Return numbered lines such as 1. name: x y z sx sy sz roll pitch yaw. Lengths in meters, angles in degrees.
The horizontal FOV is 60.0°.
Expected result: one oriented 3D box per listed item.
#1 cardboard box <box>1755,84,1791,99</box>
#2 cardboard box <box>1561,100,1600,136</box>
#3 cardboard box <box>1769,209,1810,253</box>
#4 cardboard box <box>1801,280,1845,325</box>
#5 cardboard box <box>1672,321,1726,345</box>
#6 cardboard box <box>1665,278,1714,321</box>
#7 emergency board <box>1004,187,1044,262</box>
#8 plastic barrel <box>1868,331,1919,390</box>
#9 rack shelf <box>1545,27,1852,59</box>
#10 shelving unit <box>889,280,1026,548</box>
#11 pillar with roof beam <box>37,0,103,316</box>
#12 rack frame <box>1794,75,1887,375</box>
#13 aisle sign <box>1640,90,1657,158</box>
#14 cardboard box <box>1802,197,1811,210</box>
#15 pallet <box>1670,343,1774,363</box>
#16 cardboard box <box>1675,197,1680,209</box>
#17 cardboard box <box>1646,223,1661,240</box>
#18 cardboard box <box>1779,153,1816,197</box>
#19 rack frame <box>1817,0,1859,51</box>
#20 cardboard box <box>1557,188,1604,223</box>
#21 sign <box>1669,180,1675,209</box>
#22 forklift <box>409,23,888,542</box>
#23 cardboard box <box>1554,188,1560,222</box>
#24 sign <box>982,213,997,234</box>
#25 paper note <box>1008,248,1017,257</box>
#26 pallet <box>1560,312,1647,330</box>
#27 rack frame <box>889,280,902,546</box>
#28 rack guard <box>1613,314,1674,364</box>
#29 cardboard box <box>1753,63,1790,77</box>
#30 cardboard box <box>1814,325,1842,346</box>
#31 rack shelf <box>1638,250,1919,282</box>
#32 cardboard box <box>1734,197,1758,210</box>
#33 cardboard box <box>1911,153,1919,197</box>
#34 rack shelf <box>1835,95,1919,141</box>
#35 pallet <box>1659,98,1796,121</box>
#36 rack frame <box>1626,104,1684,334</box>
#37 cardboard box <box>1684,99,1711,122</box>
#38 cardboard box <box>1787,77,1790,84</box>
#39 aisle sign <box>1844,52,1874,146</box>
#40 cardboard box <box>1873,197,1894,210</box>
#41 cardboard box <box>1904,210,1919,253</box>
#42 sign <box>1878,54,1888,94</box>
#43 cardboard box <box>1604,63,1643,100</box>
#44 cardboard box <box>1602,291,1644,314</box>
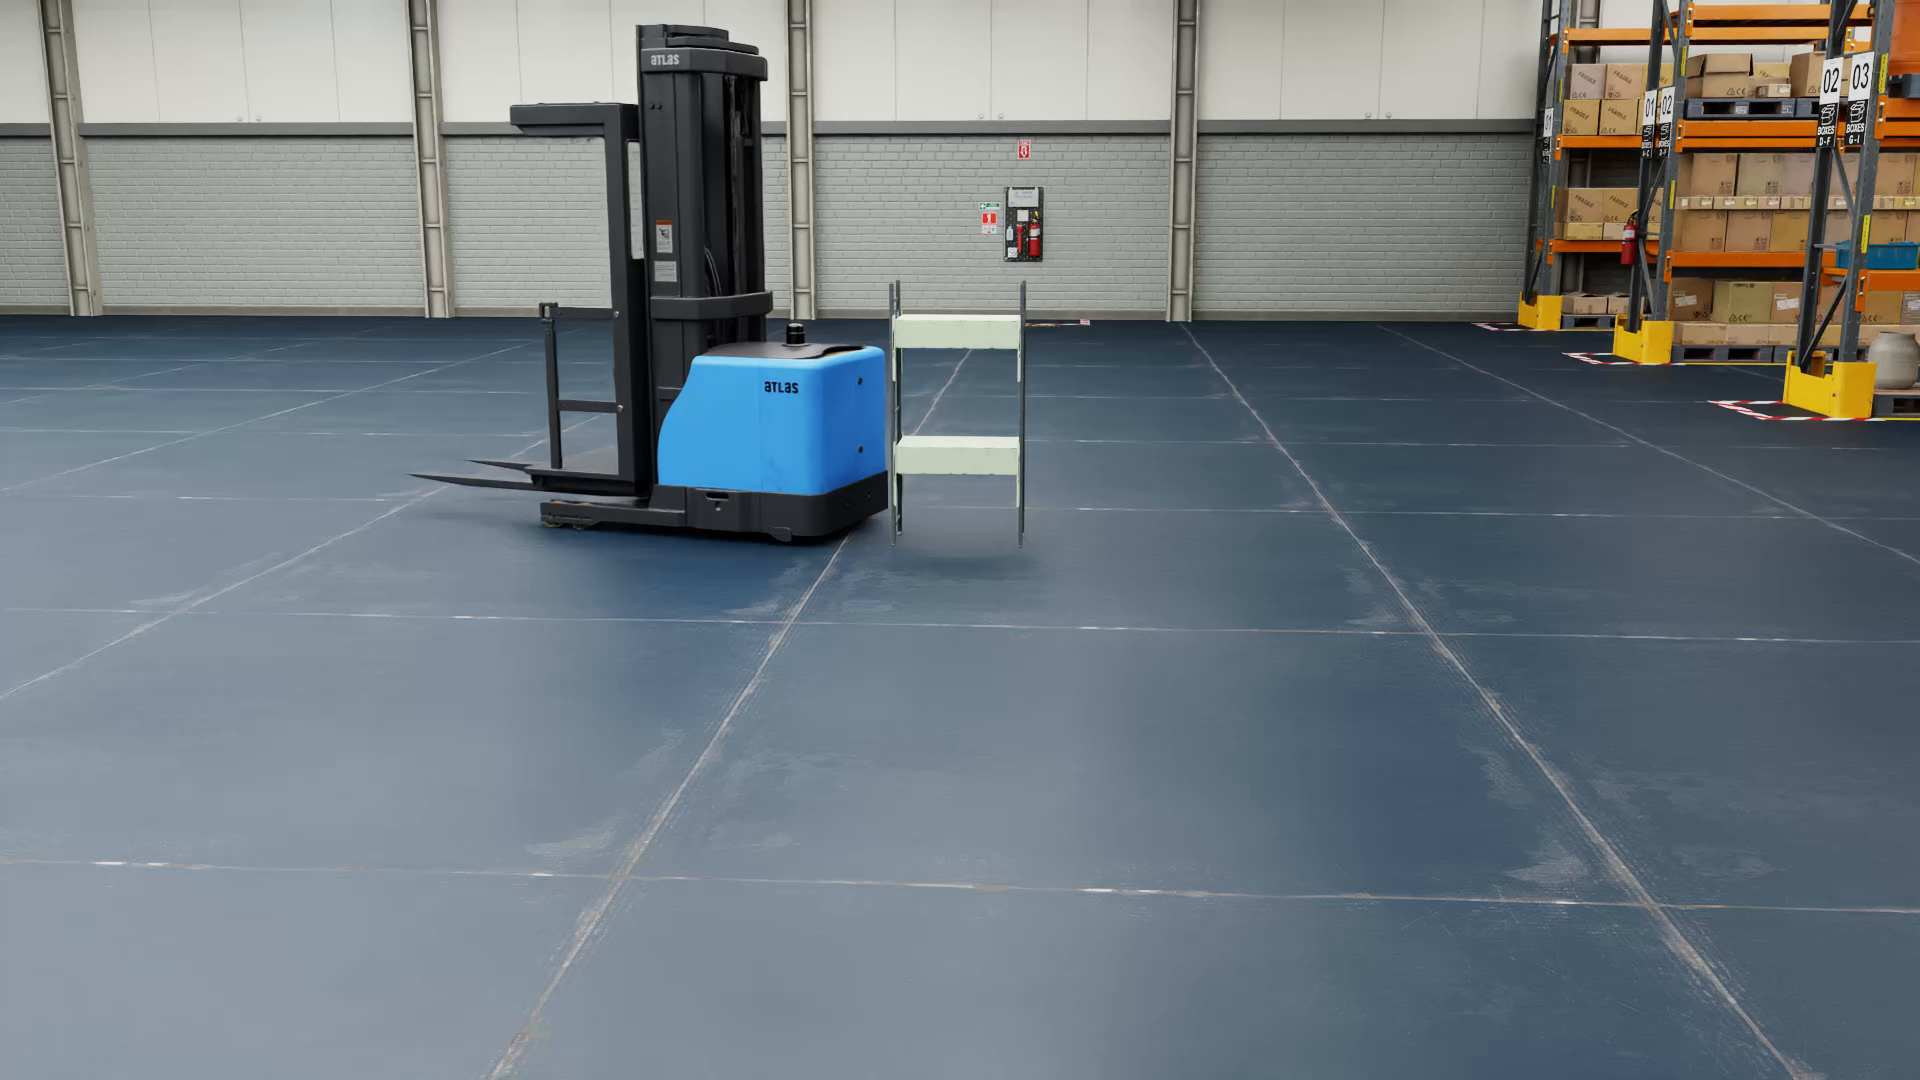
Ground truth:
1. cardboard box: 9.538 -5.260 19.508 0.250 0.149 0.380 1 12 4
2. cardboard box: 9.020 -6.176 24.348 0.500 0.500 0.500 1 12 5
3. cardboard box: 9.860 -3.719 19.974 0.500 0.500 0.700 1 12 4
4. cardboard box: 10.393 -2.846 19.904 0.500 0.500 0.500 1 12 4
5. cardboard box: 8.896 -2.500 20.082 0.500 0.250 0.500 1 12 4
6. cardboard box: 8.931 -2.973 20.513 0.500 0.500 0.500 1 12 4
7. emergency board: 1.010 -4.996 26.324 0.643 1.169 0.194 1 12 4
8. plastic barrel: 8.703 -1.675 15.502 0.421 0.512 0.421 0 12 0
9. rack shelf: 10.699 -7.260 24.263 4.000 0.370 1.077 1 12 4
10. shelving unit: -0.007 -0.734 9.615 0.755 1.500 0.431 1 12 4
11. pillar with roof beam: -14.774 -7.257 22.484 0.400 9.000 9.100 1 12 4
12. rack frame: 8.041 -2.681 15.258 0.127 3.000 1.000 1 12 4
13. aisle sign: 8.330 -5.026 20.120 0.004 0.787 0.394 1 12 4
14. cardboard box: 10.038 -3.993 19.701 0.250 0.149 0.380 1 12 3
15. pallet: 9.142 -2.326 20.372 1.213 0.211 1.003 1 12 4
16. cardboard box: 8.770 -4.093 20.180 0.250 0.149 0.380 1 12 3
17. cardboard box: 10.196 -4.557 24.546 0.500 0.250 0.500 1 12 3
18. cardboard box: 9.922 -4.354 19.845 0.500 0.500 0.700 1 12 4
19. rack frame: 12.694 -7.587 24.058 0.127 3.000 1.000 1 12 4
20. cardboard box: 9.160 -4.940 24.545 0.500 0.500 0.500 1 12 4
21. sign: 8.333 -4.042 19.457 0.005 0.325 0.100 1 12 4
22. forklift: -2.017 -1.591 10.213 3.031 2.935 1.130 5 13 21
23. cardboard box: 9.188 -5.045 25.047 0.500 0.500 0.500 1 12 3
24. sign: 0.465 -5.042 26.457 0.234 0.329 0.001 1 12 4
25. paper note: 0.838 -4.581 26.493 0.142 0.148 0.016 1 12 4
26. pallet: 9.587 -3.321 25.127 1.213 0.211 1.003 1 12 4
27. rack frame: -0.372 -0.739 9.639 0.023 1.500 0.400 1 12 4
28. rack guard: 8.352 -2.470 20.353 0.348 0.500 1.175 1 12 4
29. cardboard box: 11.626 -6.623 24.044 0.500 0.500 0.500 1 12 7
30. cardboard box: 10.393 -2.479 19.982 0.500 0.250 0.500 1 12 4
31. rack shelf: 10.372 -3.313 20.038 4.000 0.370 1.077 1 12 4
32. cardboard box: 9.266 -4.003 19.751 0.250 0.149 0.380 1 12 4
33. cardboard box: 11.420 -4.333 19.746 0.500 0.500 0.700 1 12 4
34. rack shelf: 10.037 -3.770 14.894 4.000 0.370 1.077 1 12 4
35. pallet: 9.080 -5.103 19.726 1.213 0.211 1.003 1 12 4
36. rack frame: 8.376 -3.693 20.096 0.127 3.000 1.000 1 12 4
37. cardboard box: 10.608 -6.152 24.234 0.500 0.500 0.500 2 12 7
38. cardboard box: 10.097 -5.422 19.886 0.500 0.311 0.500 2 12 10
39. aisle sign: 7.950 -3.894 14.711 0.004 0.787 0.394 1 12 4
40. cardboard box: 10.815 -3.982 19.650 0.250 0.149 0.380 1 12 5
41. cardboard box: 11.397 -3.698 19.875 0.500 0.500 0.700 1 12 3
42. sign: 8.000 -4.041 14.413 0.005 0.325 0.100 1 12 4
43. cardboard box: 9.569 -6.649 24.167 0.500 0.500 0.500 1 12 3
44. cardboard box: 9.957 -3.568 24.993 0.500 0.311 0.500 2 12 8
